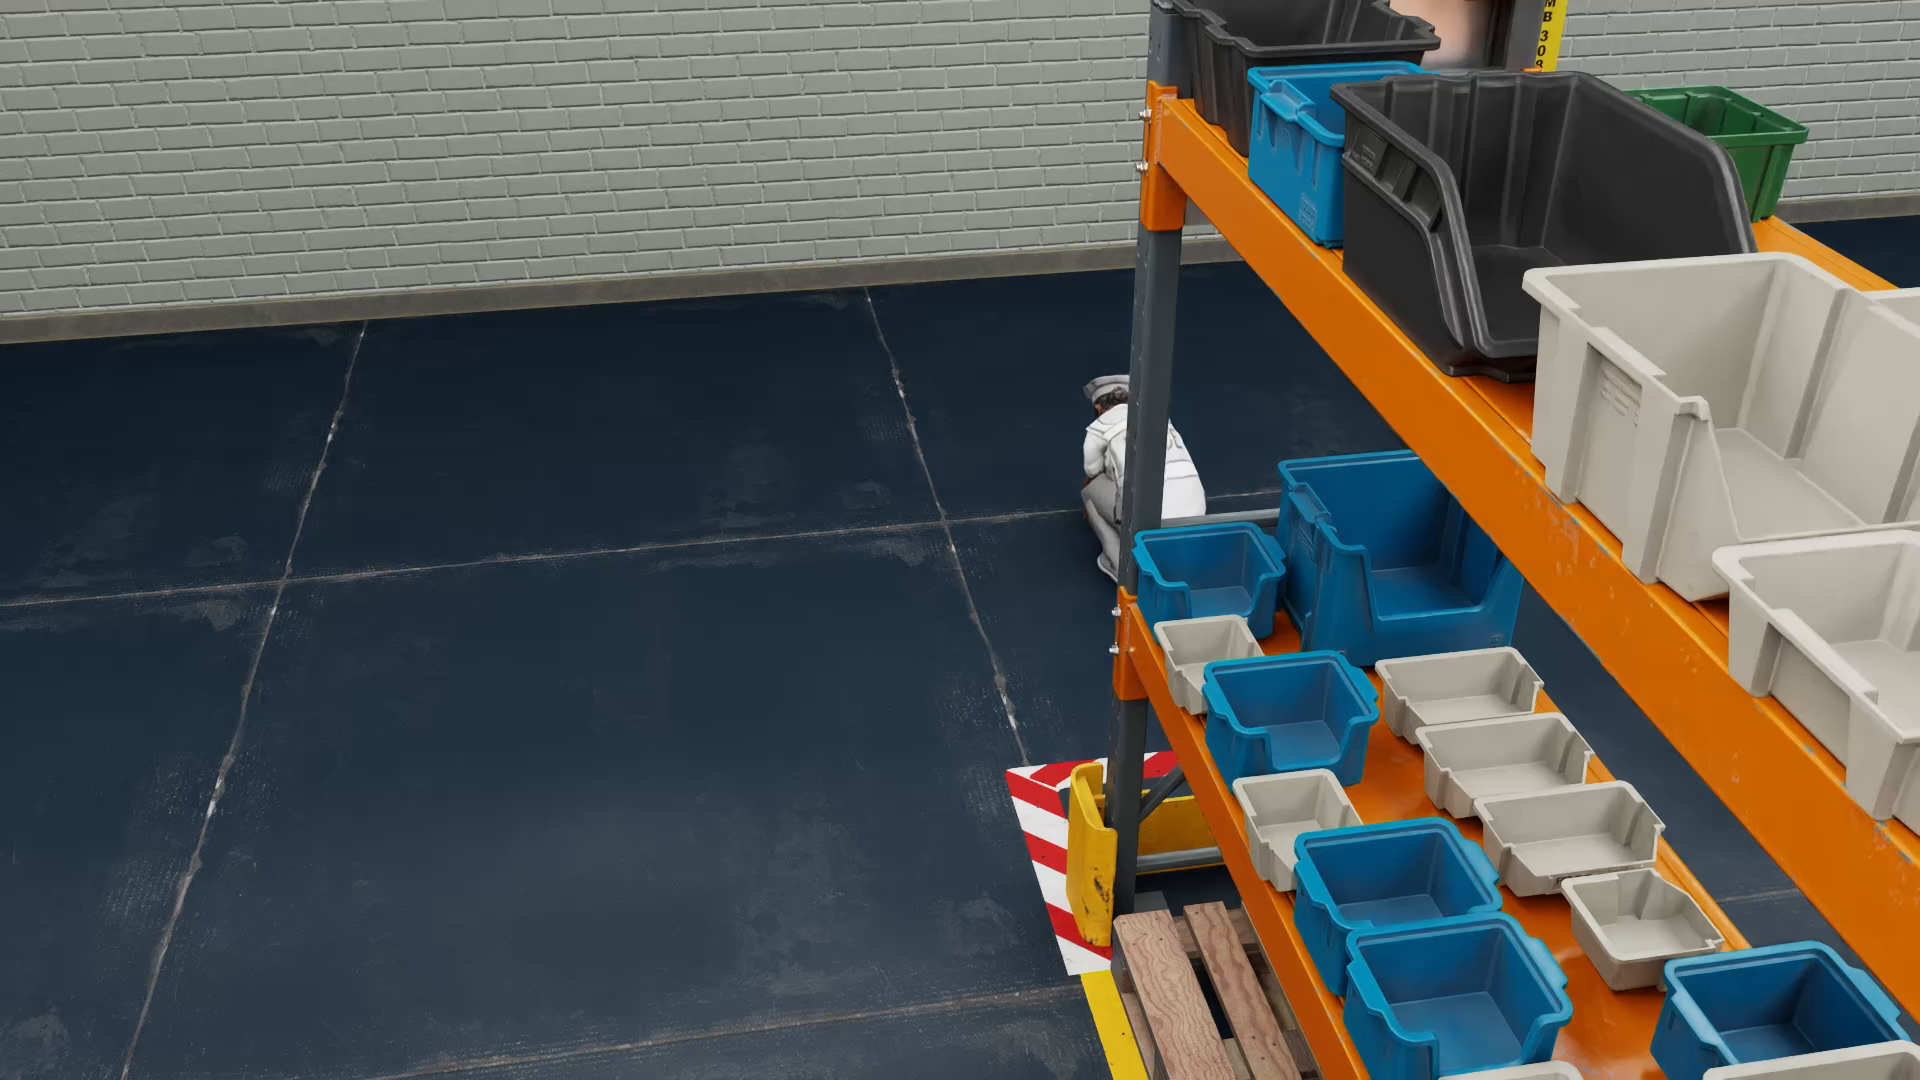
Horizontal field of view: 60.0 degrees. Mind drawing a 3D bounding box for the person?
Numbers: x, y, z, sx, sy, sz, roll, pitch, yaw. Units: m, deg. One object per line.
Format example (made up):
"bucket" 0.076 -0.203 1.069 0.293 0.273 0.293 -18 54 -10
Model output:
"person" 0.793 -0.242 7.475 0.467 0.848 0.896 -6 31 -9
